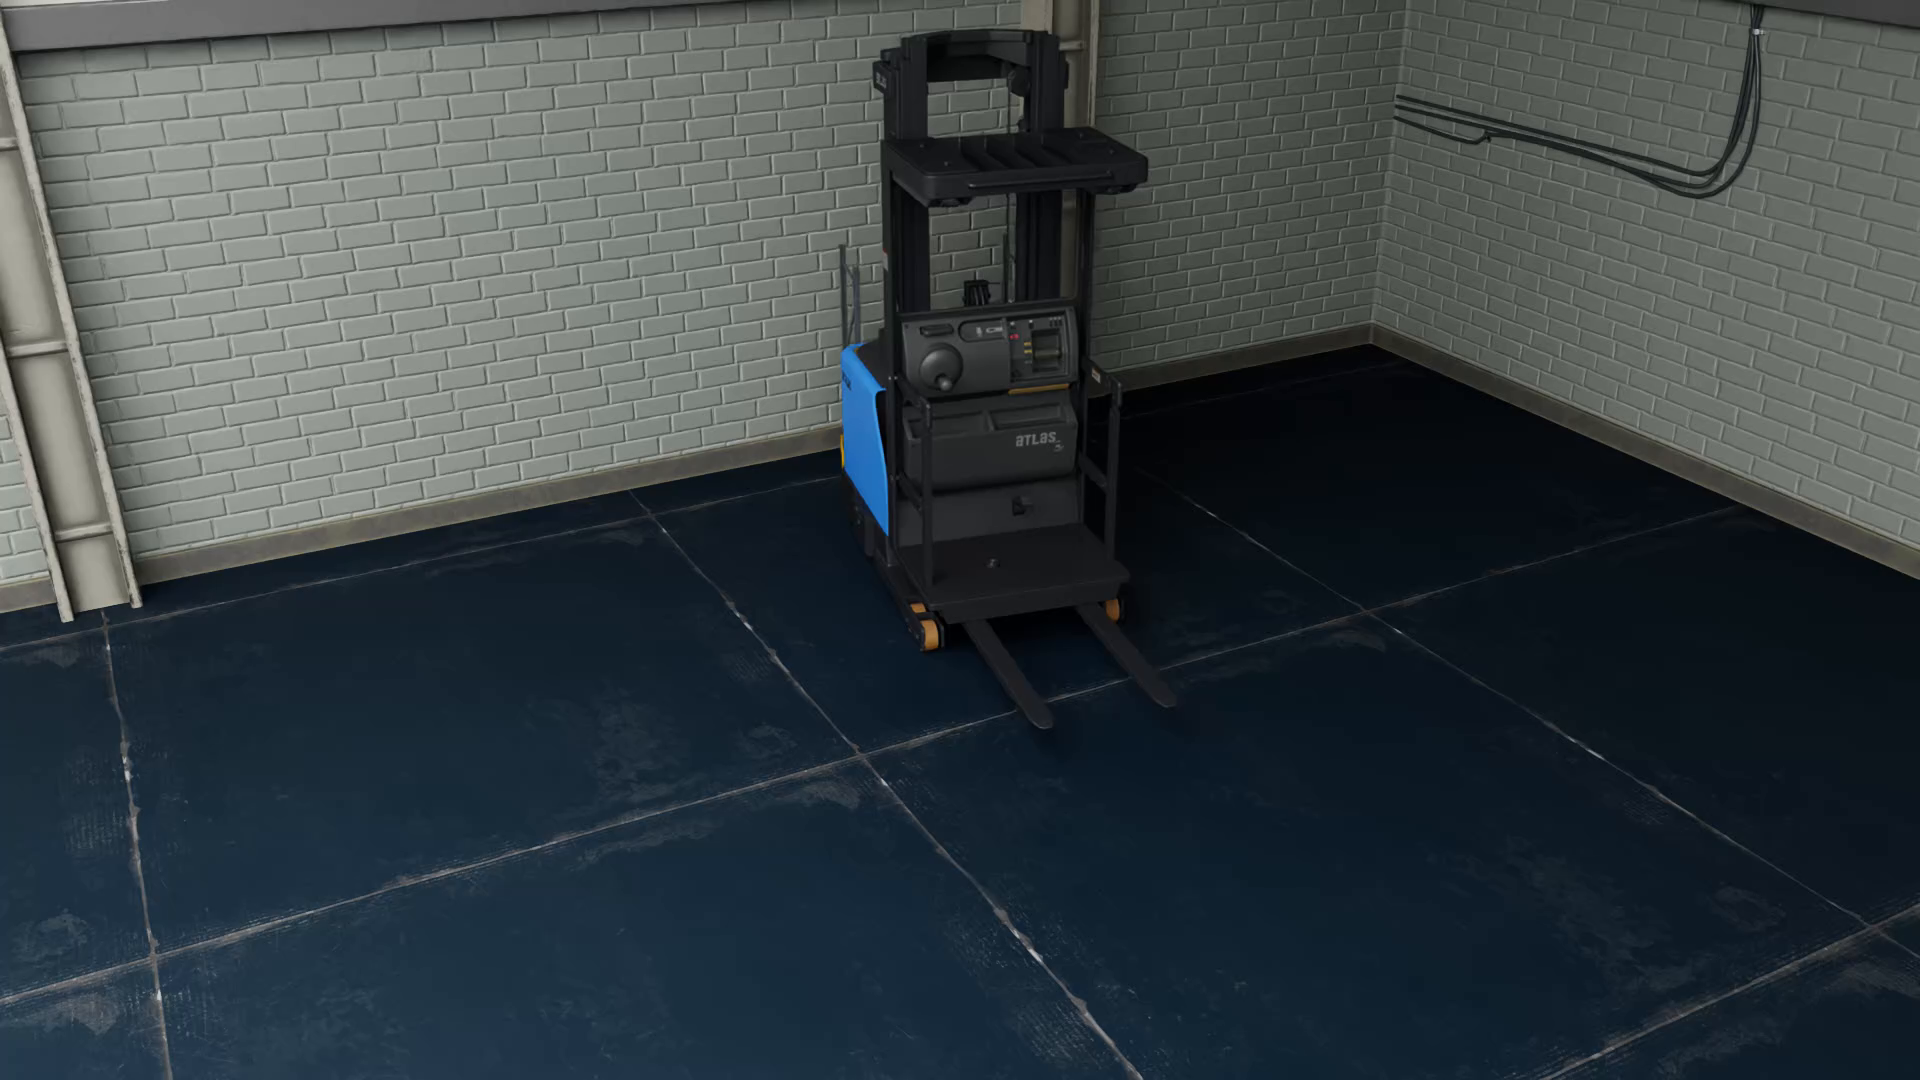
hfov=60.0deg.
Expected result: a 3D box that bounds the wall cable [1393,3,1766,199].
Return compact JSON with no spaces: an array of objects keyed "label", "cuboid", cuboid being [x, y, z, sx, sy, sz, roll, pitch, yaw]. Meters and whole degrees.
[{"label":"wall cable","cuboid":[3.848,-3.634,10.509,0.112,2.526,3.097,-13,29,-25]}]

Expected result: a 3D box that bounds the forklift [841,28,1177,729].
[{"label":"forklift","cuboid":[0.226,-0.941,8.324,1.130,2.935,3.031,-8,27,-16]}]

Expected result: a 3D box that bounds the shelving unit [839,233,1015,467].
[{"label":"shelving unit","cuboid":[-0.168,-1.049,10.202,1.083,1.500,0.587,-6,26,-12]}]

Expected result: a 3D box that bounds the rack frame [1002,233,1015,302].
[{"label":"rack frame","cuboid":[0.335,-1.102,10.312,0.032,1.500,0.500,-6,26,-12]}]

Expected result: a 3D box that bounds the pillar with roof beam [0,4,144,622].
[{"label":"pillar with roof beam","cuboid":[-2.642,-2.072,3.670,0.400,9.000,9.100,-13,29,-25]}]

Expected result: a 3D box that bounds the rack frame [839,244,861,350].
[{"label":"rack frame","cuboid":[-0.653,-0.998,10.096,0.032,1.500,0.500,-6,26,-12]}]

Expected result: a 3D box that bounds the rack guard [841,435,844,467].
[{"label":"rack guard","cuboid":[-0.652,-0.435,10.367,0.087,0.250,0.587,-6,26,-12]}]

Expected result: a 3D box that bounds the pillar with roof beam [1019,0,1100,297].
[{"label":"pillar with roof beam","cuboid":[2.652,-3.295,6.215,0.400,9.000,9.100,-13,29,-25]}]
